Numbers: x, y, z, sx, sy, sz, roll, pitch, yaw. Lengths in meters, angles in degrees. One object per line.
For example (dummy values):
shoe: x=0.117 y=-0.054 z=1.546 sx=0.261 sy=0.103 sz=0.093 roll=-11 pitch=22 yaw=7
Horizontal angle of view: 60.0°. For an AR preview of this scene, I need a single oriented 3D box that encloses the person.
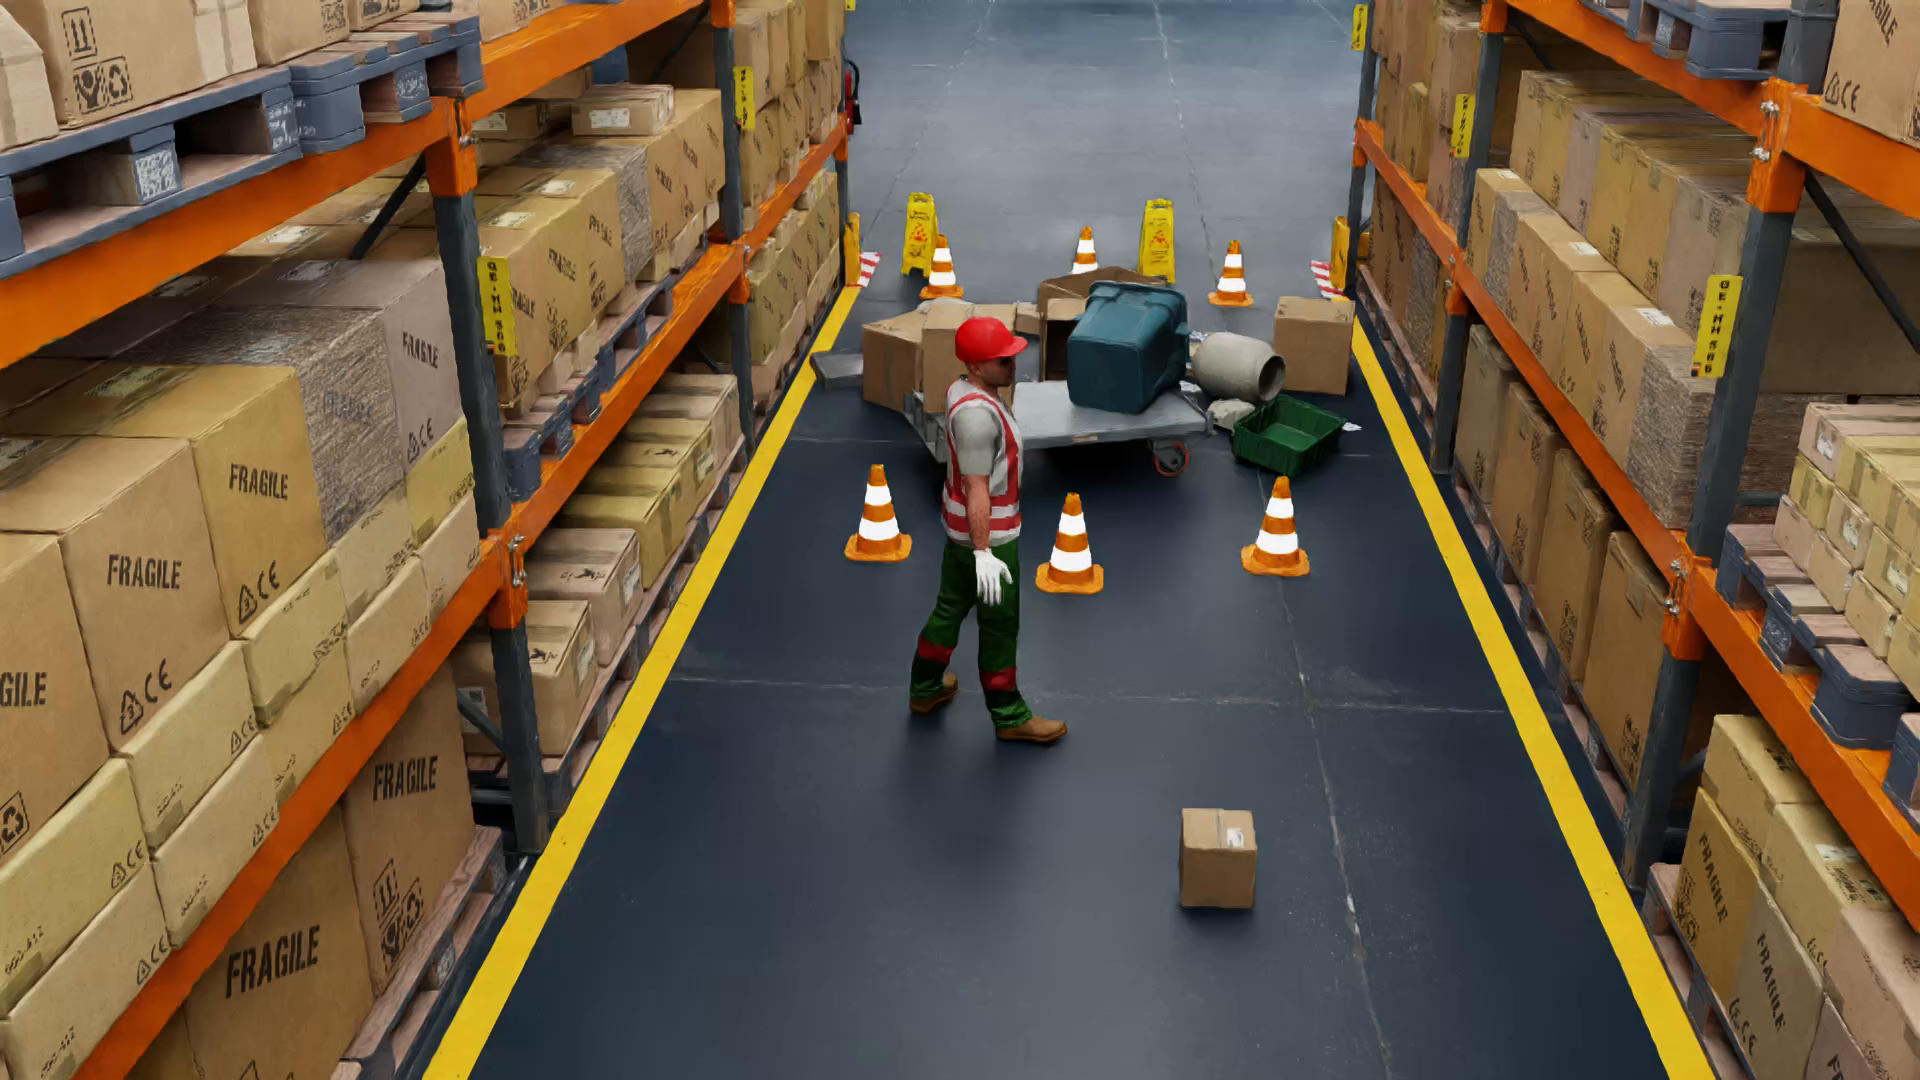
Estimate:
person: x=0.119 y=0.094 z=6.651 sx=0.634 sy=1.550 sz=0.753 roll=-2 pitch=24 yaw=-5
